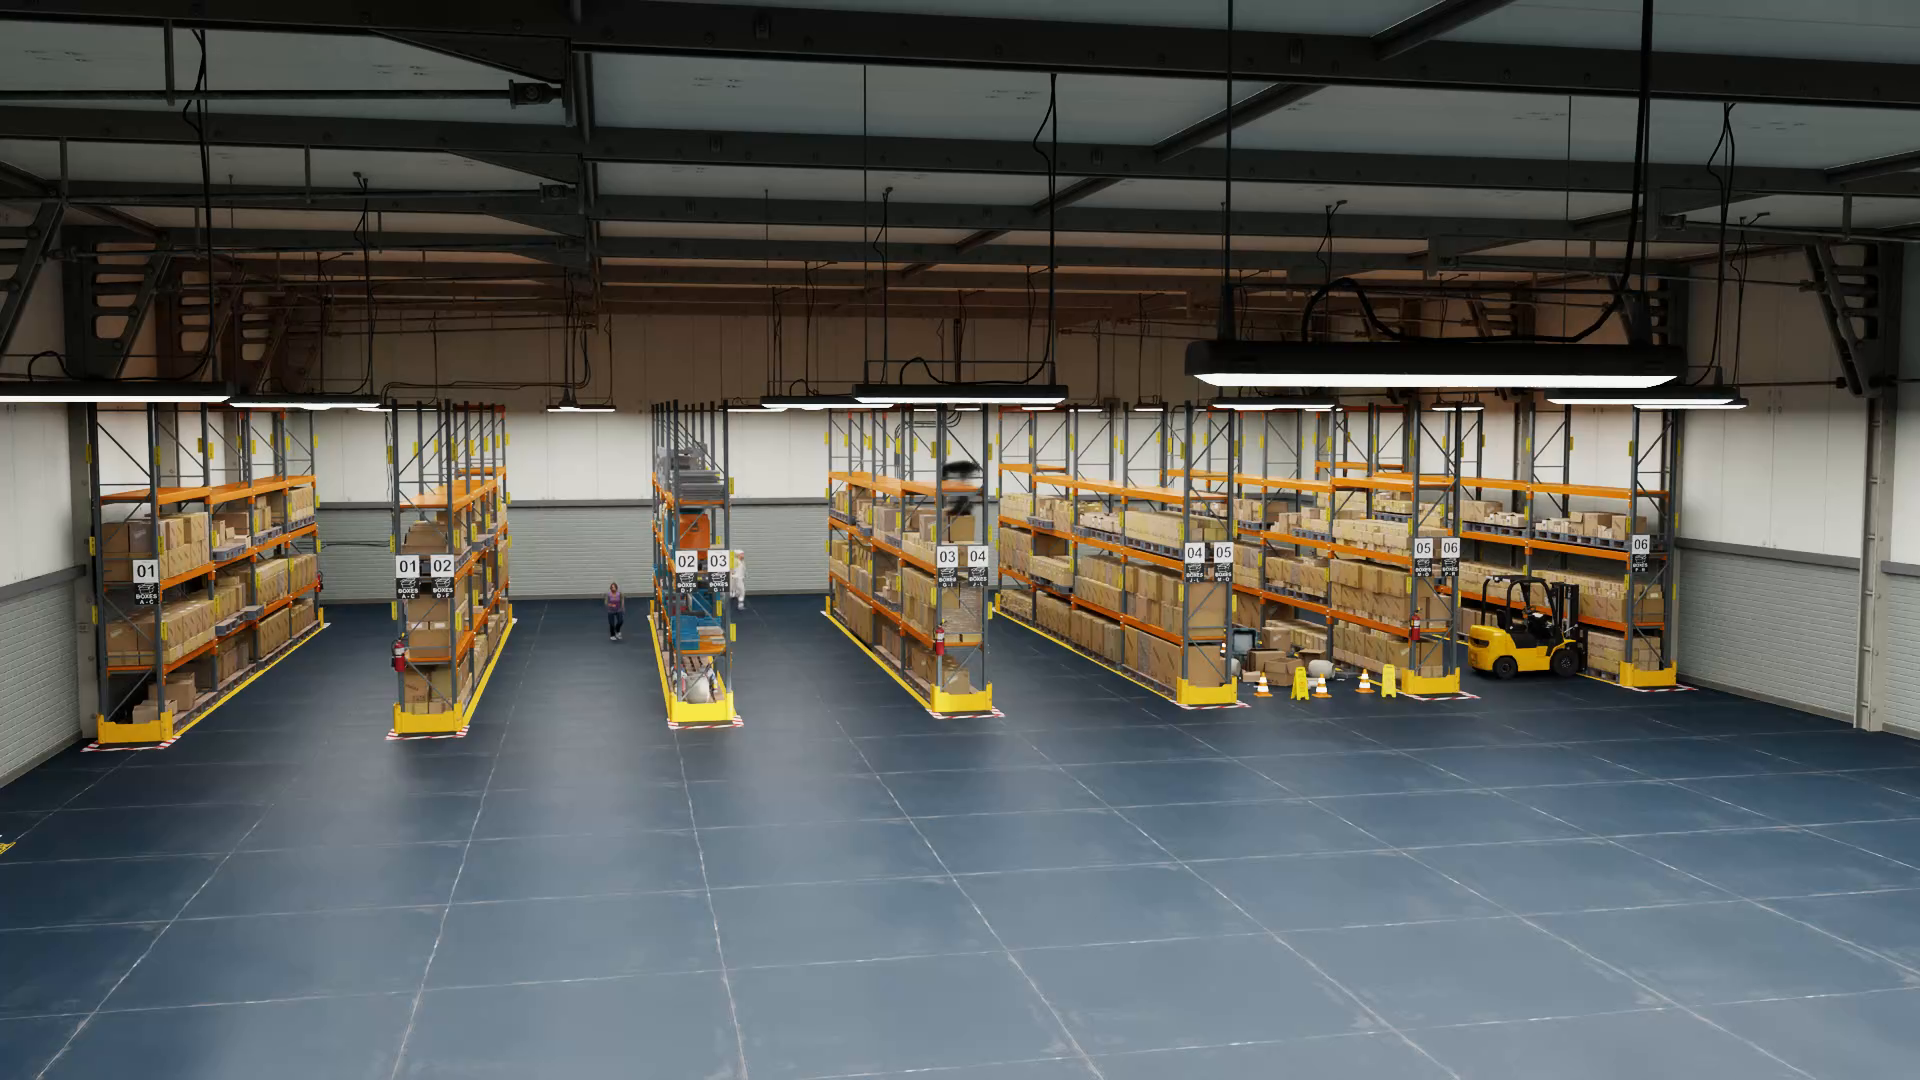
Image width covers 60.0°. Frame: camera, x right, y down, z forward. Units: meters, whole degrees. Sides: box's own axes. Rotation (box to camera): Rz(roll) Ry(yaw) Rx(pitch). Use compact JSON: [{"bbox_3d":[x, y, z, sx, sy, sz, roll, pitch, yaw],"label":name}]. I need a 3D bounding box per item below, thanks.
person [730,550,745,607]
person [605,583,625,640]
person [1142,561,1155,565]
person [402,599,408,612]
[{"bbox_3d":[-6.592,1.130,49.114,0.664,1.664,0.716,1,5,17],"label":"person"},{"bbox_3d":[-8.714,1.812,42.003,0.538,1.494,0.780,-1,5,-19],"label":"person"},{"bbox_3d":[5.969,0.967,51.442,0.855,1.826,0.685,-2,5,-23],"label":"person"},{"bbox_3d":[-13.629,1.686,41.643,0.628,1.635,0.574,-2,5,-24],"label":"person"}]
